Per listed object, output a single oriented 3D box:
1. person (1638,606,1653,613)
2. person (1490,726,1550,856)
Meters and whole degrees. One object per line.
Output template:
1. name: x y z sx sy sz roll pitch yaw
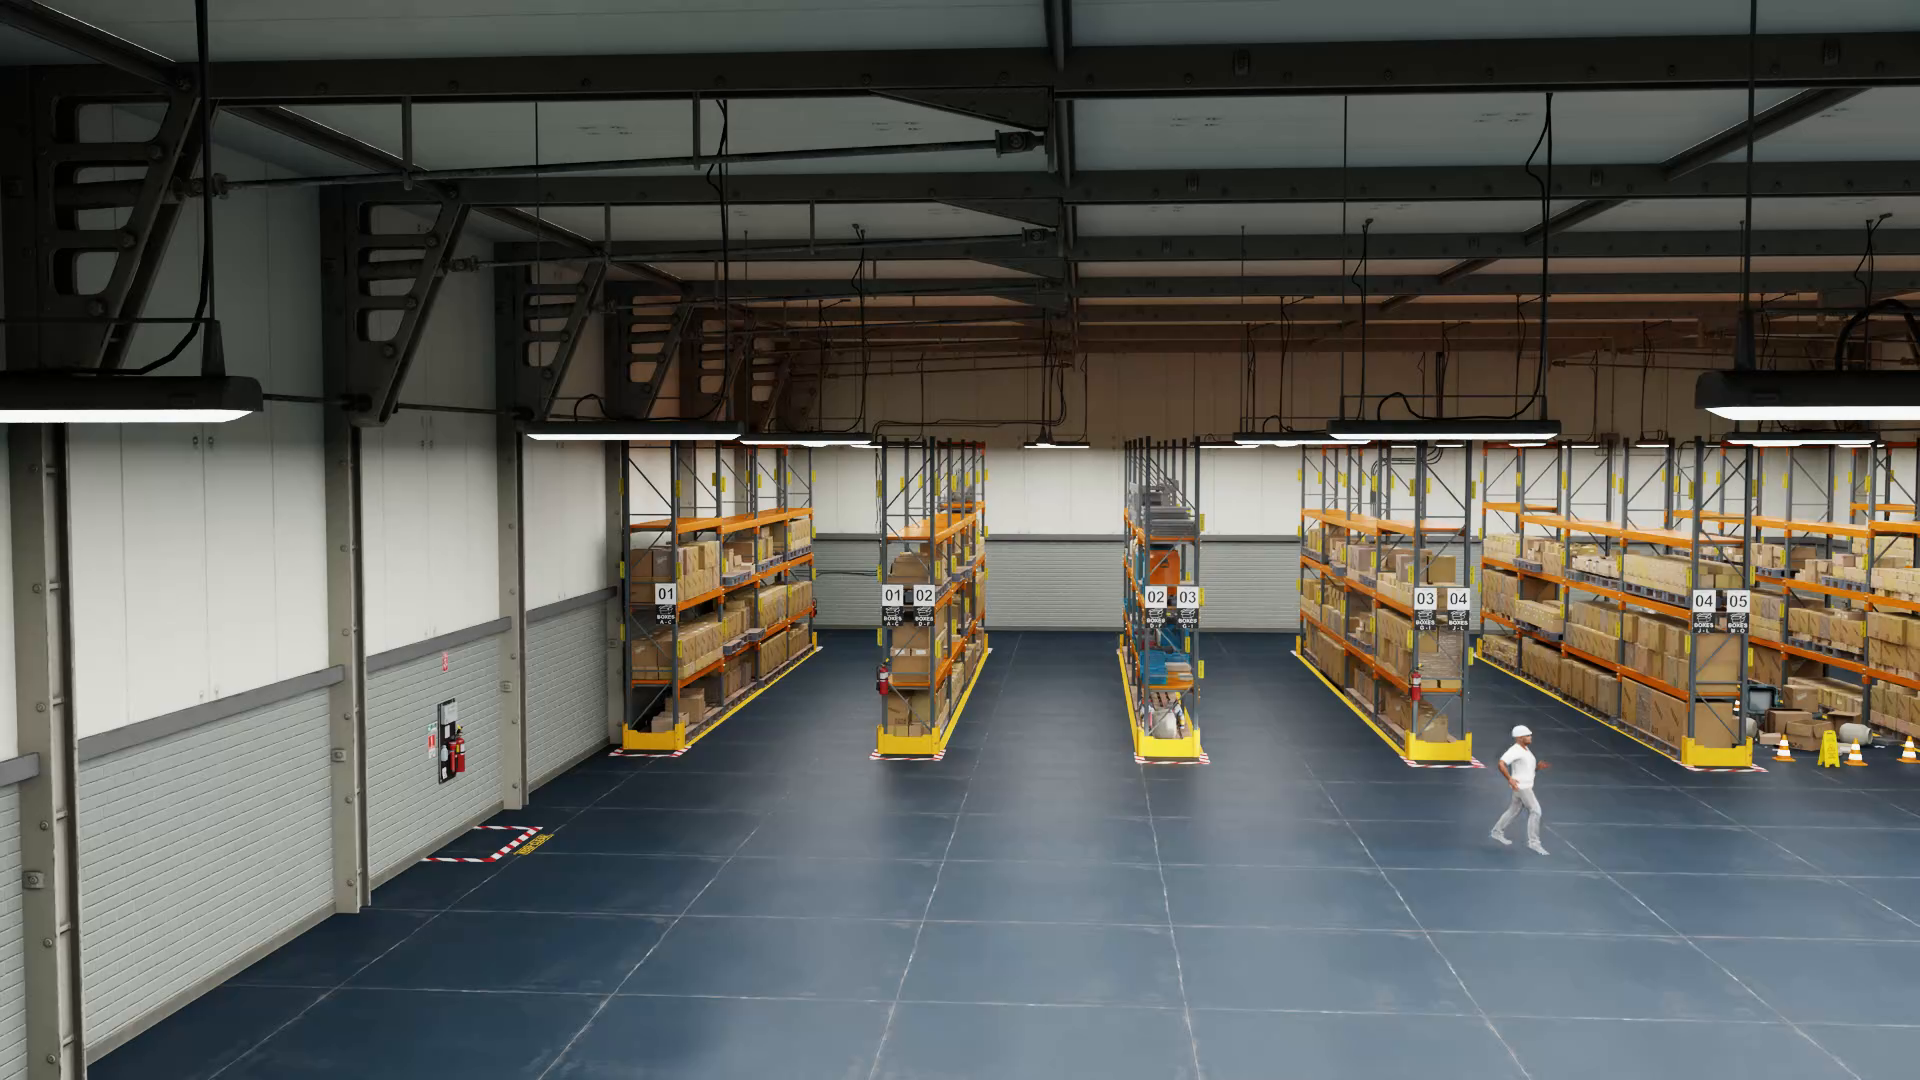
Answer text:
1. person: 19.460 2.361 47.397 0.803 1.645 0.675 1 3 10
2. person: 8.007 3.557 23.747 0.820 1.821 0.677 1 3 22
